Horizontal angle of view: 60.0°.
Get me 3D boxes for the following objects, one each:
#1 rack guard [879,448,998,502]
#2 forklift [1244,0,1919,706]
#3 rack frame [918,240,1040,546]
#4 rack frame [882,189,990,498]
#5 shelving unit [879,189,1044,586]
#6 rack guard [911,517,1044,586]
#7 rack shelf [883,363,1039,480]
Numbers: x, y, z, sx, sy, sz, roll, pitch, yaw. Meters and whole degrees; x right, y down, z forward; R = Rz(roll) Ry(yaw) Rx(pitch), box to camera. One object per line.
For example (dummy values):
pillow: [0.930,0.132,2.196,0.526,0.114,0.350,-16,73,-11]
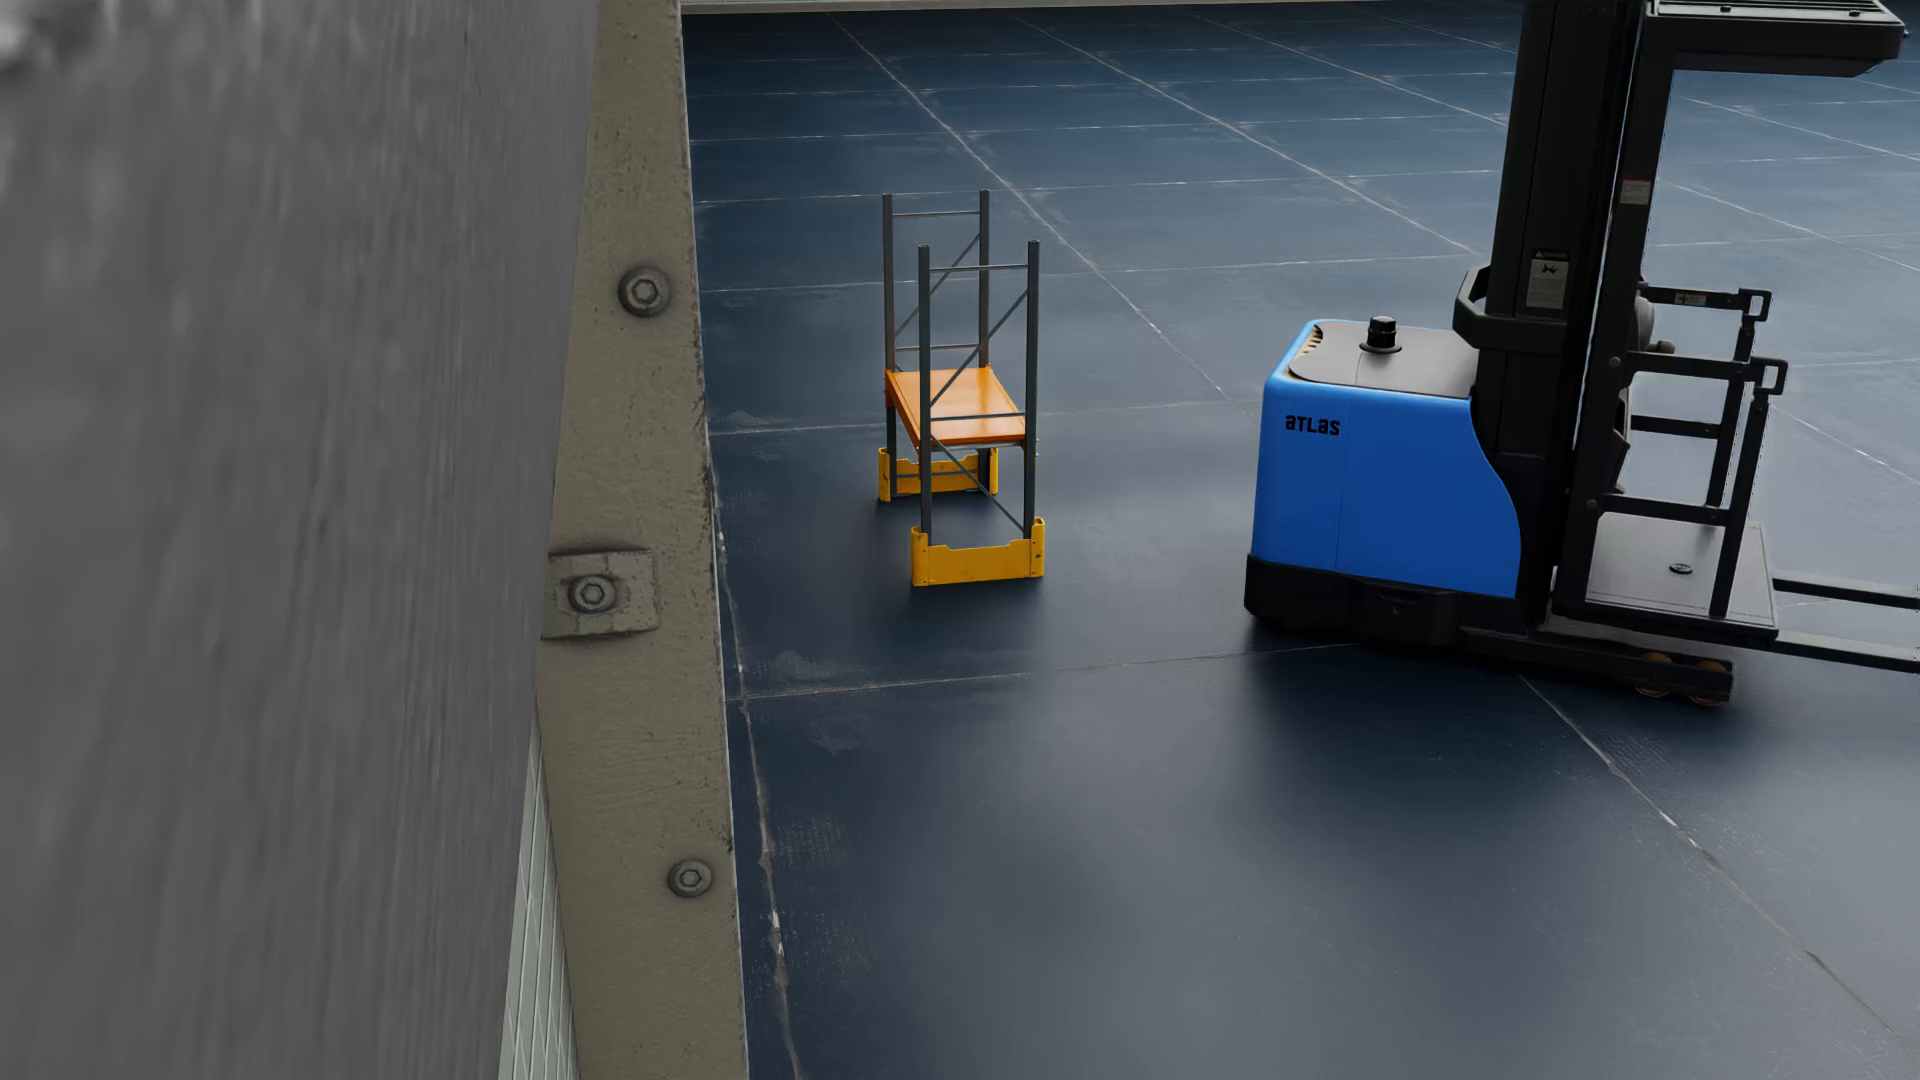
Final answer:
rack guard: [-0.106,-0.340,8.217,0.587,0.250,0.087,-4,24,-10]
forklift: [2.756,-0.955,6.274,3.031,2.935,1.130,9,25,19]
rack frame: [0.078,-0.521,7.069,0.500,1.500,0.032,-4,24,-10]
rack frame: [-0.110,-0.921,7.984,0.500,1.500,0.032,-4,24,-10]
shelving unit: [-0.014,-0.717,7.518,0.587,1.500,1.083,-4,24,-10]
rack guard: [0.078,0.051,7.320,0.587,0.250,0.087,-4,24,-10]
rack shelf: [-0.016,-0.556,7.599,0.538,0.185,1.000,-4,24,-10]
